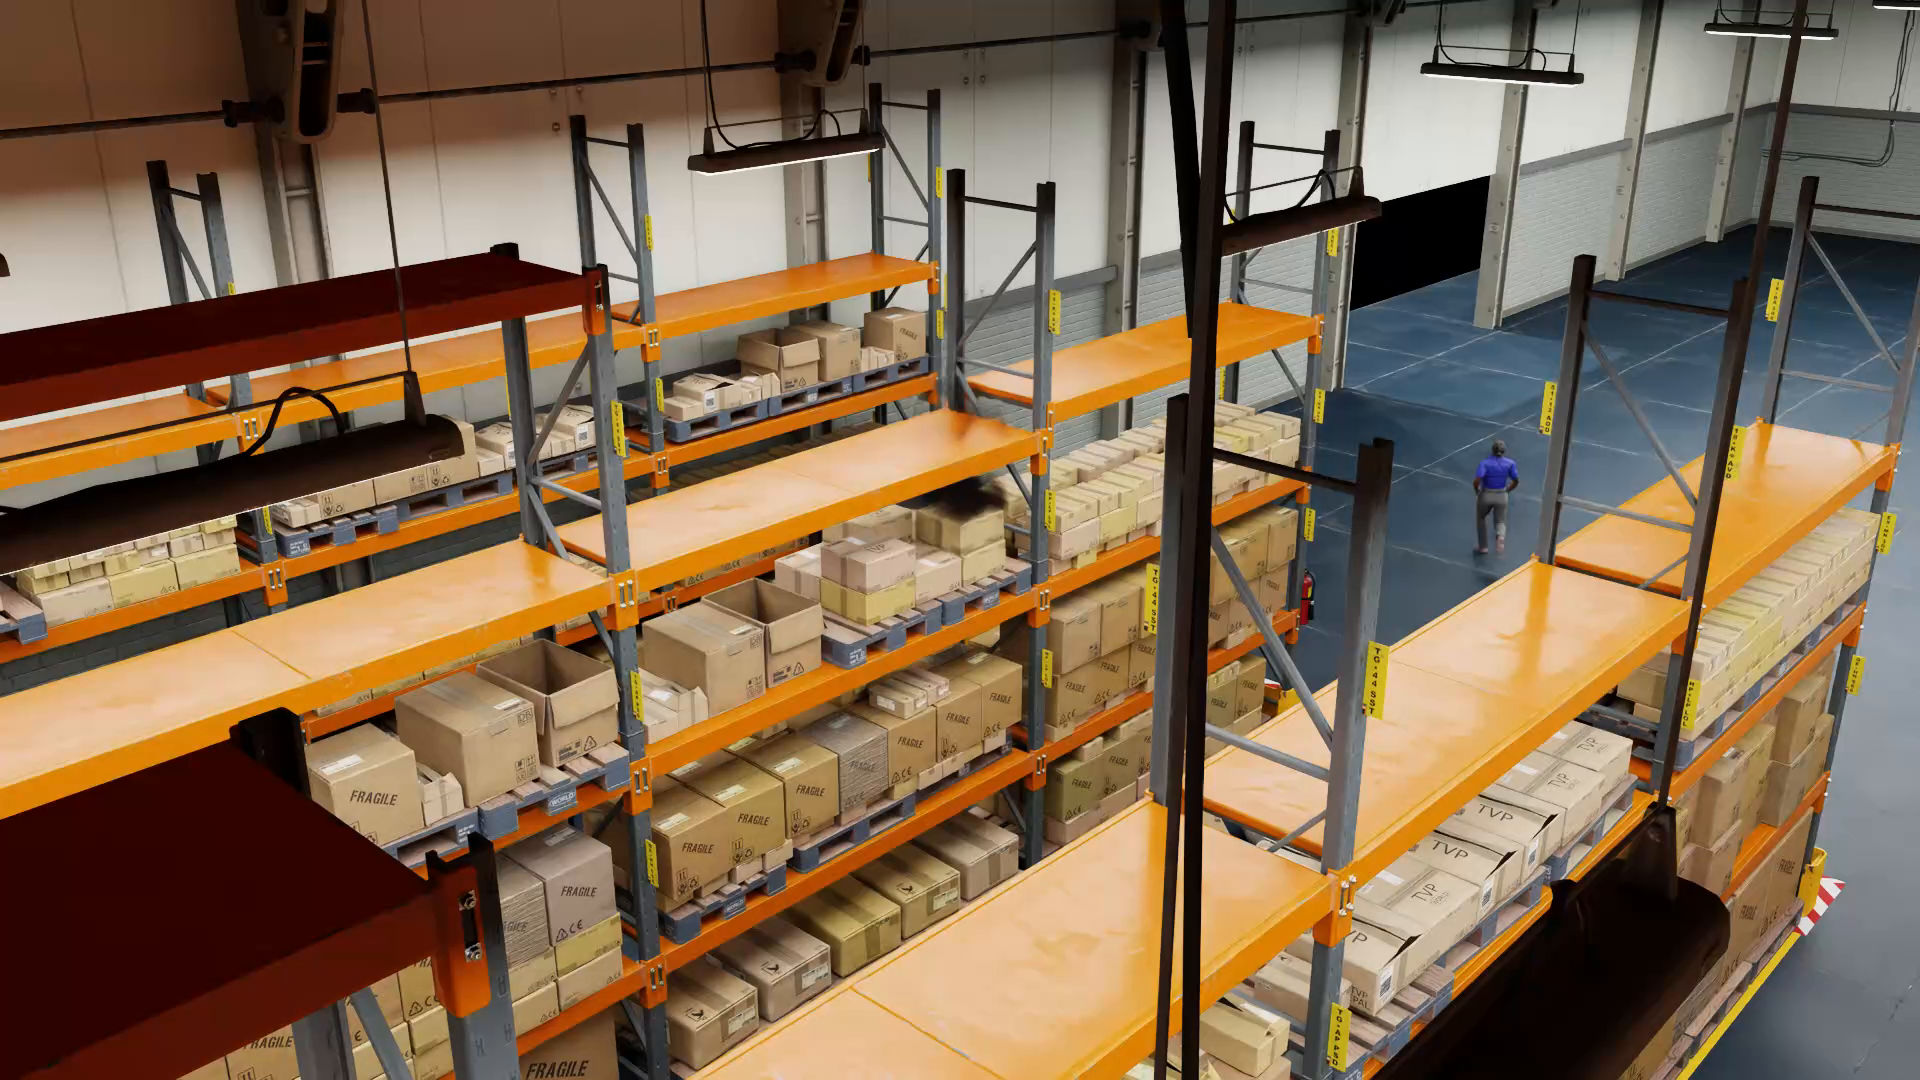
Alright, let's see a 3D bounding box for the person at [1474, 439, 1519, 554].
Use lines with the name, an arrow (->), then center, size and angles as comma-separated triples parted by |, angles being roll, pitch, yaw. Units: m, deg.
person -> 6.773, -0.490, 21.126 | 0.568, 1.632, 0.865 | 4, 21, 9
